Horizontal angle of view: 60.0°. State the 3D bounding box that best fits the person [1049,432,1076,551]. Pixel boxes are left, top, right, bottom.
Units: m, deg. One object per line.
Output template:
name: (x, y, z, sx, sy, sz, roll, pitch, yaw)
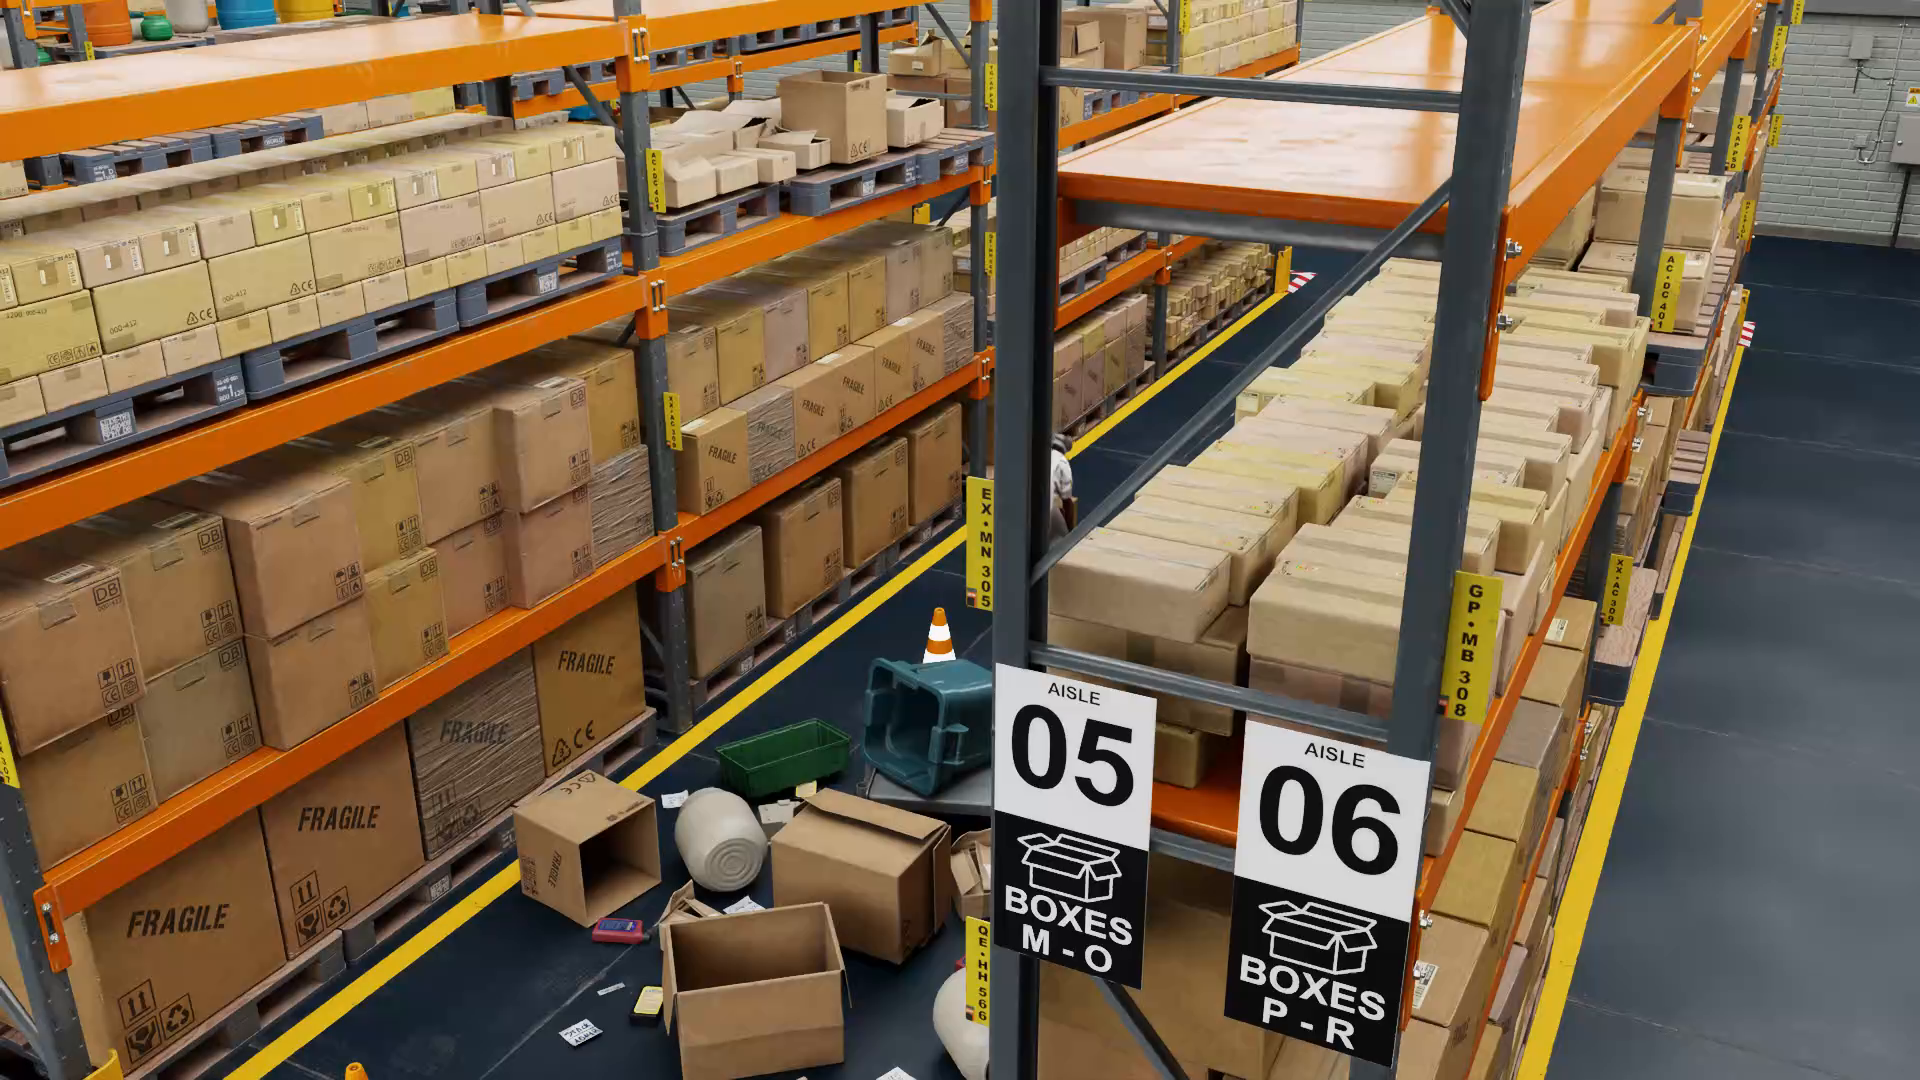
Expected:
person: (0.572, -0.187, 11.858, 0.452, 1.030, 0.932, 10, 25, 22)
